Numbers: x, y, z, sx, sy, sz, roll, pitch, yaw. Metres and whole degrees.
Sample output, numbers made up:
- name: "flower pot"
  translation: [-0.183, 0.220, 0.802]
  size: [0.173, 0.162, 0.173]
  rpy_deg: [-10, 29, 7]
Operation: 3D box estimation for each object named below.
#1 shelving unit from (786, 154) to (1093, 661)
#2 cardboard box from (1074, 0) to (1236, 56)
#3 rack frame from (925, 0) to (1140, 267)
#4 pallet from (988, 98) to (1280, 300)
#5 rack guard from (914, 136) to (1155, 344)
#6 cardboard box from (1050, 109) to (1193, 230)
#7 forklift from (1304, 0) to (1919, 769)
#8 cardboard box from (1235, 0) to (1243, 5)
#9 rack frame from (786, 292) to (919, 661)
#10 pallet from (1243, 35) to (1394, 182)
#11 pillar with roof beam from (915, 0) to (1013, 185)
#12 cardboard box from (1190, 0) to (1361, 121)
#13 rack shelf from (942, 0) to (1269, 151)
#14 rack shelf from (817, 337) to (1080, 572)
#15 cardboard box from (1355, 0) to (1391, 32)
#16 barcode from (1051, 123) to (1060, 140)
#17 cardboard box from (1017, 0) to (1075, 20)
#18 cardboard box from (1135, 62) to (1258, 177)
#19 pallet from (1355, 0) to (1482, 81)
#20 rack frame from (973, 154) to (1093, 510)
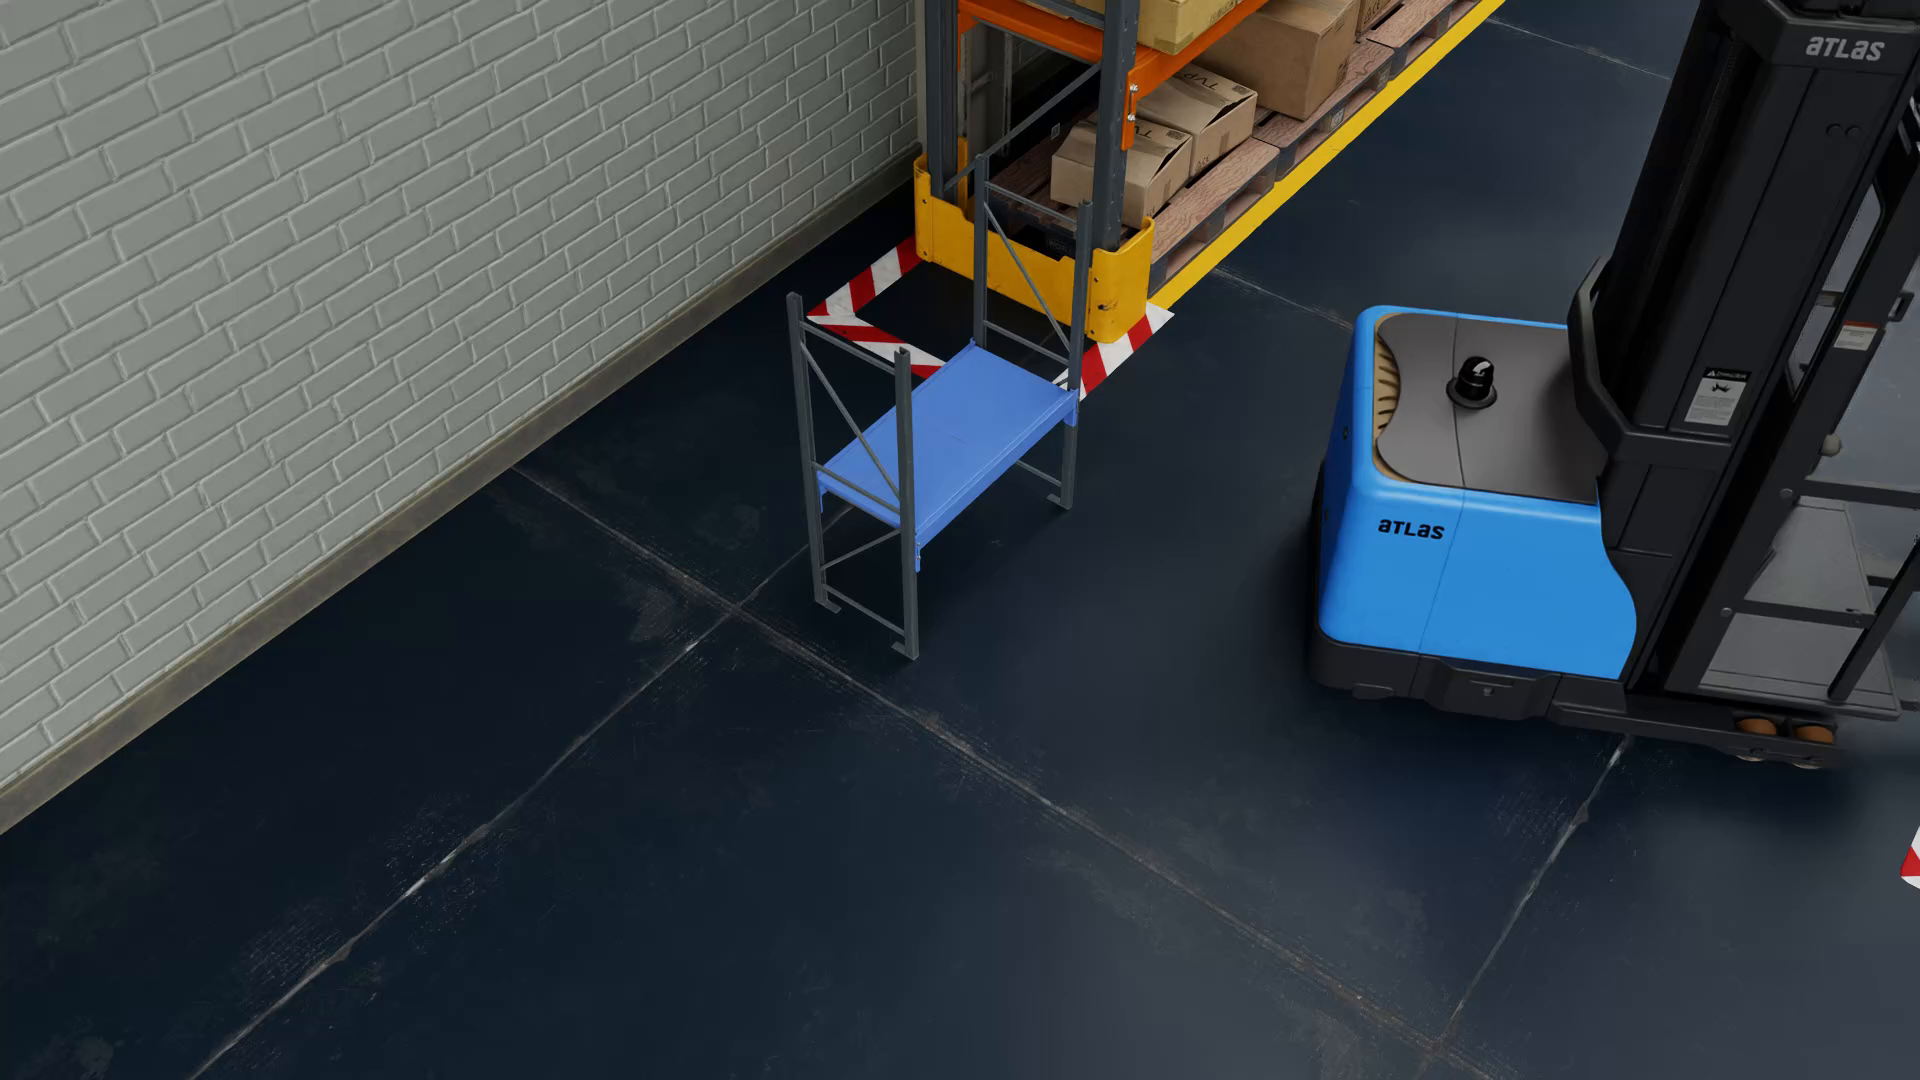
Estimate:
- name: "shelving unit"
  translation: [-0.052, -0.469, 6.161]
  size: [0.538, 1.500, 1.048]
  rpy_deg: [29, 53, 25]
- name: "cardboard box"
  translation: [0.828, -2.323, 6.985]
  size: [0.500, 0.250, 0.500]
  rpy_deg: [28, 52, 24]
- name: "rack frame"
  translation: [0.279, -2.229, 6.805]
  size: [1.000, 3.000, 0.127]
  rpy_deg: [29, 53, 25]
- name: "pallet"
  translation: [0.850, -1.759, 8.284]
  size: [1.003, 0.211, 1.213]
  rpy_deg: [29, 53, 25]
- name: "rack guard"
  translation: [0.325, -1.409, 7.750]
  size: [1.175, 0.500, 0.348]
  rpy_deg: [29, 53, 25]
- name: "cardboard box"
  translation: [0.773, -1.808, 7.958]
  size: [0.500, 0.311, 0.500]
  rpy_deg: [24, 51, 21]
- name: "forklift"
  translation: [2.852, -0.611, 5.306]
  size: [3.031, 2.935, 1.130]
  rpy_deg: [7, 47, 7]
- name: "cardboard box"
  translation: [1.135, -2.626, 7.274]
  size: [0.500, 0.250, 0.500]
  rpy_deg: [28, 52, 24]
- name: "rack frame"
  translation: [-0.363, -0.178, 5.883]
  size: [0.500, 1.500, 0.032]
  rpy_deg: [29, 53, 25]
- name: "pallet"
  translation: [1.596, -2.454, 8.948]
  size: [1.003, 0.211, 1.213]
  rpy_deg: [29, 53, 25]
- name: "pillar with roof beam"
  translation: [3.429, -3.181, 3.565]
  size: [9.100, 9.000, 0.400]
  rpy_deg: [29, 53, 25]
- name: "cardboard box"
  translation: [1.610, -2.598, 8.581]
  size: [0.700, 0.500, 0.500]
  rpy_deg: [26, 52, 23]
- name: "rack shelf"
  translation: [1.502, -3.125, 8.158]
  size: [1.077, 0.370, 4.000]
  rpy_deg: [29, 53, 25]
- name: "rack shelf"
  translation: [-0.052, -0.345, 6.291]
  size: [0.538, 0.185, 1.000]
  rpy_deg: [29, 53, 25]
- name: "cardboard box"
  translation: [2.122, -3.195, 9.152]
  size: [0.500, 0.500, 0.500]
  rpy_deg: [25, 51, 22]
- name: "barcode"
  translation: [0.468, -1.999, 8.134]
  size: [0.001, 0.075, 0.075]
  rpy_deg: [29, 53, 25]
- name: "cardboard box"
  translation: [0.411, -2.537, 7.189]
  size: [0.500, 0.250, 0.500]
  rpy_deg: [30, 53, 25]
- name: "cardboard box"
  translation: [1.122, -2.135, 8.270]
  size: [0.500, 0.311, 0.500]
  rpy_deg: [34, 55, 28]
- name: "pallet"
  translation: [2.342, -3.155, 9.618]
  size: [1.003, 0.211, 1.213]
  rpy_deg: [29, 53, 25]
- name: "rack frame"
  translation: [0.259, -0.760, 6.439]
  size: [0.500, 1.500, 0.032]
  rpy_deg: [29, 53, 25]
